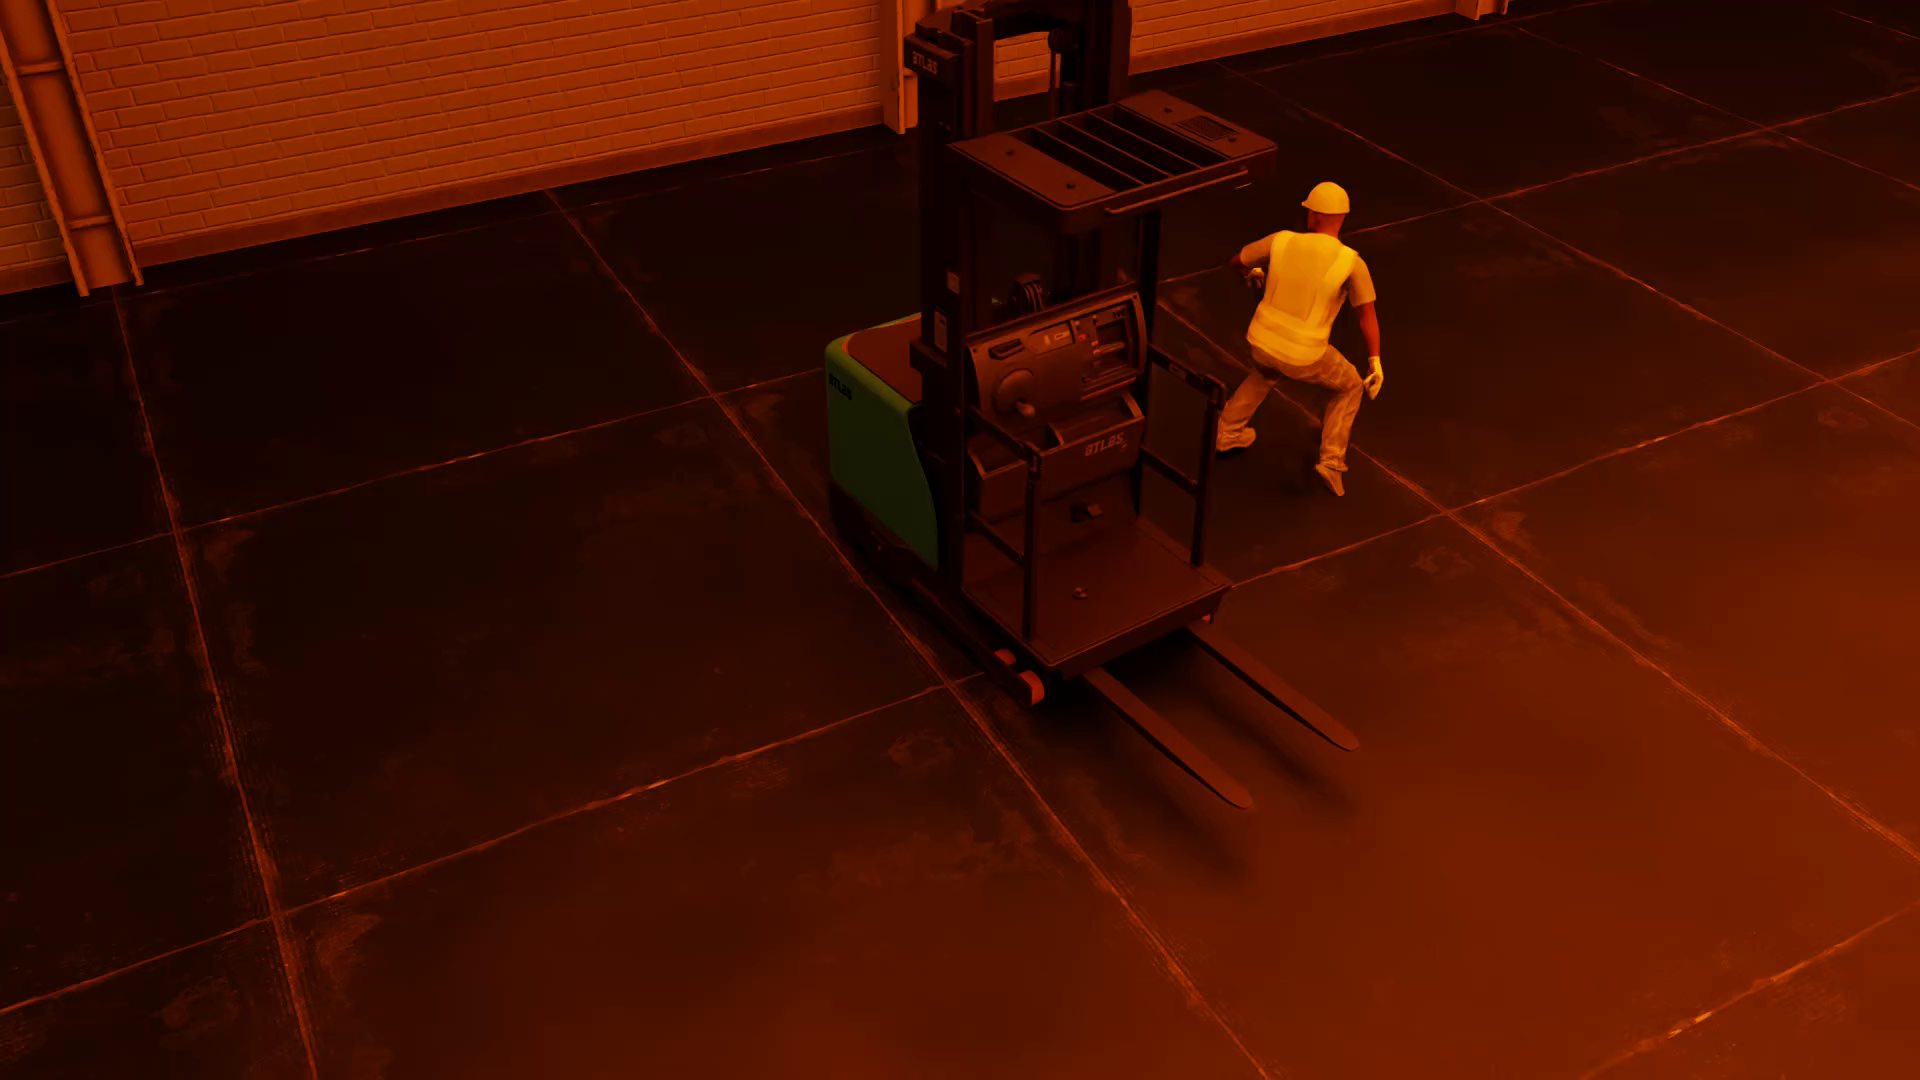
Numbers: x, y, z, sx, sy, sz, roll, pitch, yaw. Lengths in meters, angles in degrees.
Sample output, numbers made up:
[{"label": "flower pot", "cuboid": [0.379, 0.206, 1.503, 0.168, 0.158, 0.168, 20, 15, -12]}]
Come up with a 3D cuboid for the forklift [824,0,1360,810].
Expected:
[{"label": "forklift", "cuboid": [0.563, -0.754, 7.189, 1.130, 2.935, 3.031, -22, 41, -28]}]

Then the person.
[{"label": "person", "cuboid": [1.848, -1.031, 8.808, 1.068, 1.692, 0.552, 27, 43, 33]}]
